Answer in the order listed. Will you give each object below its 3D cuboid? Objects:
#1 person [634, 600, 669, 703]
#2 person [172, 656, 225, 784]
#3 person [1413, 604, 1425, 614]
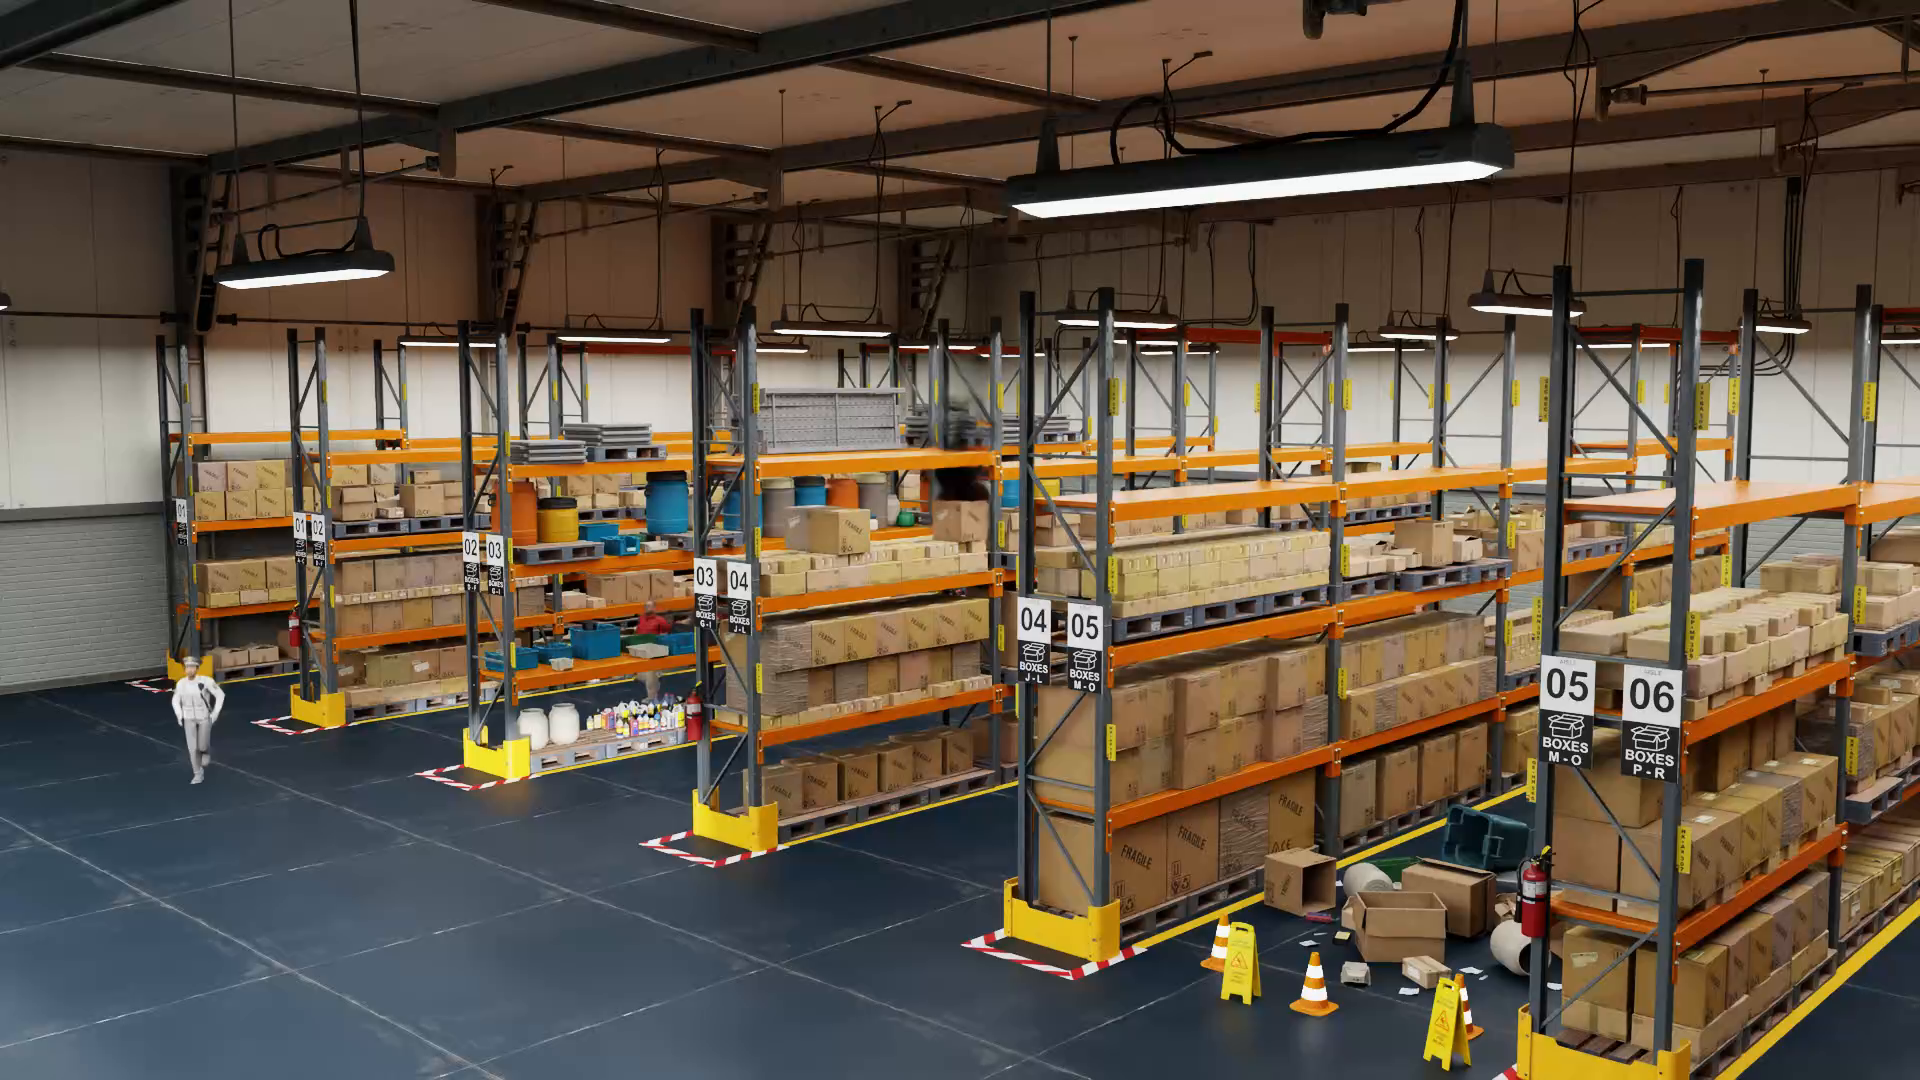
[{"bbox_3d":[-5.010,1.801,26.939,0.664,1.672,0.601,3,6,29],"label":"person"},{"bbox_3d":[-9.899,2.315,21.626,0.631,1.669,0.617,-1,5,-11],"label":"person"},{"bbox_3d":[7.328,1.807,26.643,0.574,1.655,0.969,4,7,36],"label":"person"}]
